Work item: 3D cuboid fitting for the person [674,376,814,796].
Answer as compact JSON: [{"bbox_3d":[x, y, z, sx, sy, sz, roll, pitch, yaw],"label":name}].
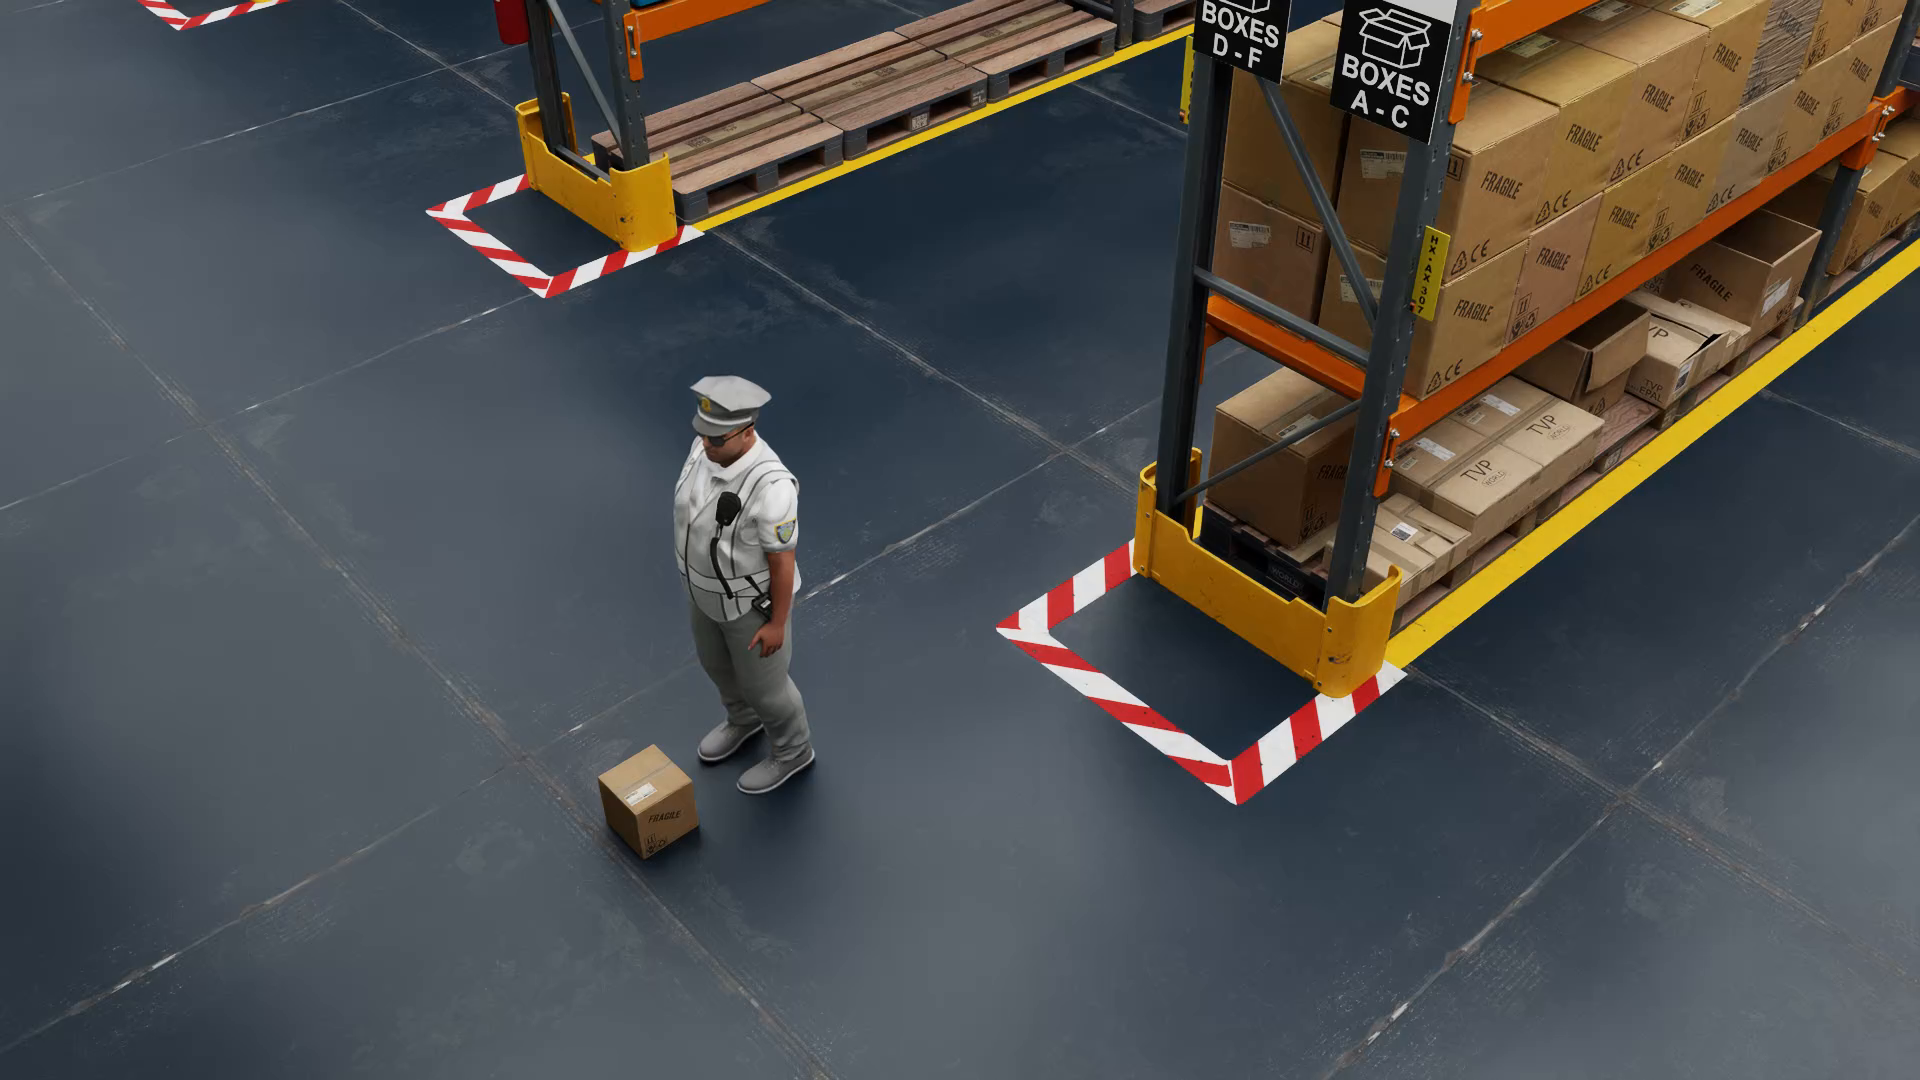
[{"bbox_3d":[-0.783,0.182,5.932,0.393,1.765,0.526,-29,48,-31],"label":"person"}]
